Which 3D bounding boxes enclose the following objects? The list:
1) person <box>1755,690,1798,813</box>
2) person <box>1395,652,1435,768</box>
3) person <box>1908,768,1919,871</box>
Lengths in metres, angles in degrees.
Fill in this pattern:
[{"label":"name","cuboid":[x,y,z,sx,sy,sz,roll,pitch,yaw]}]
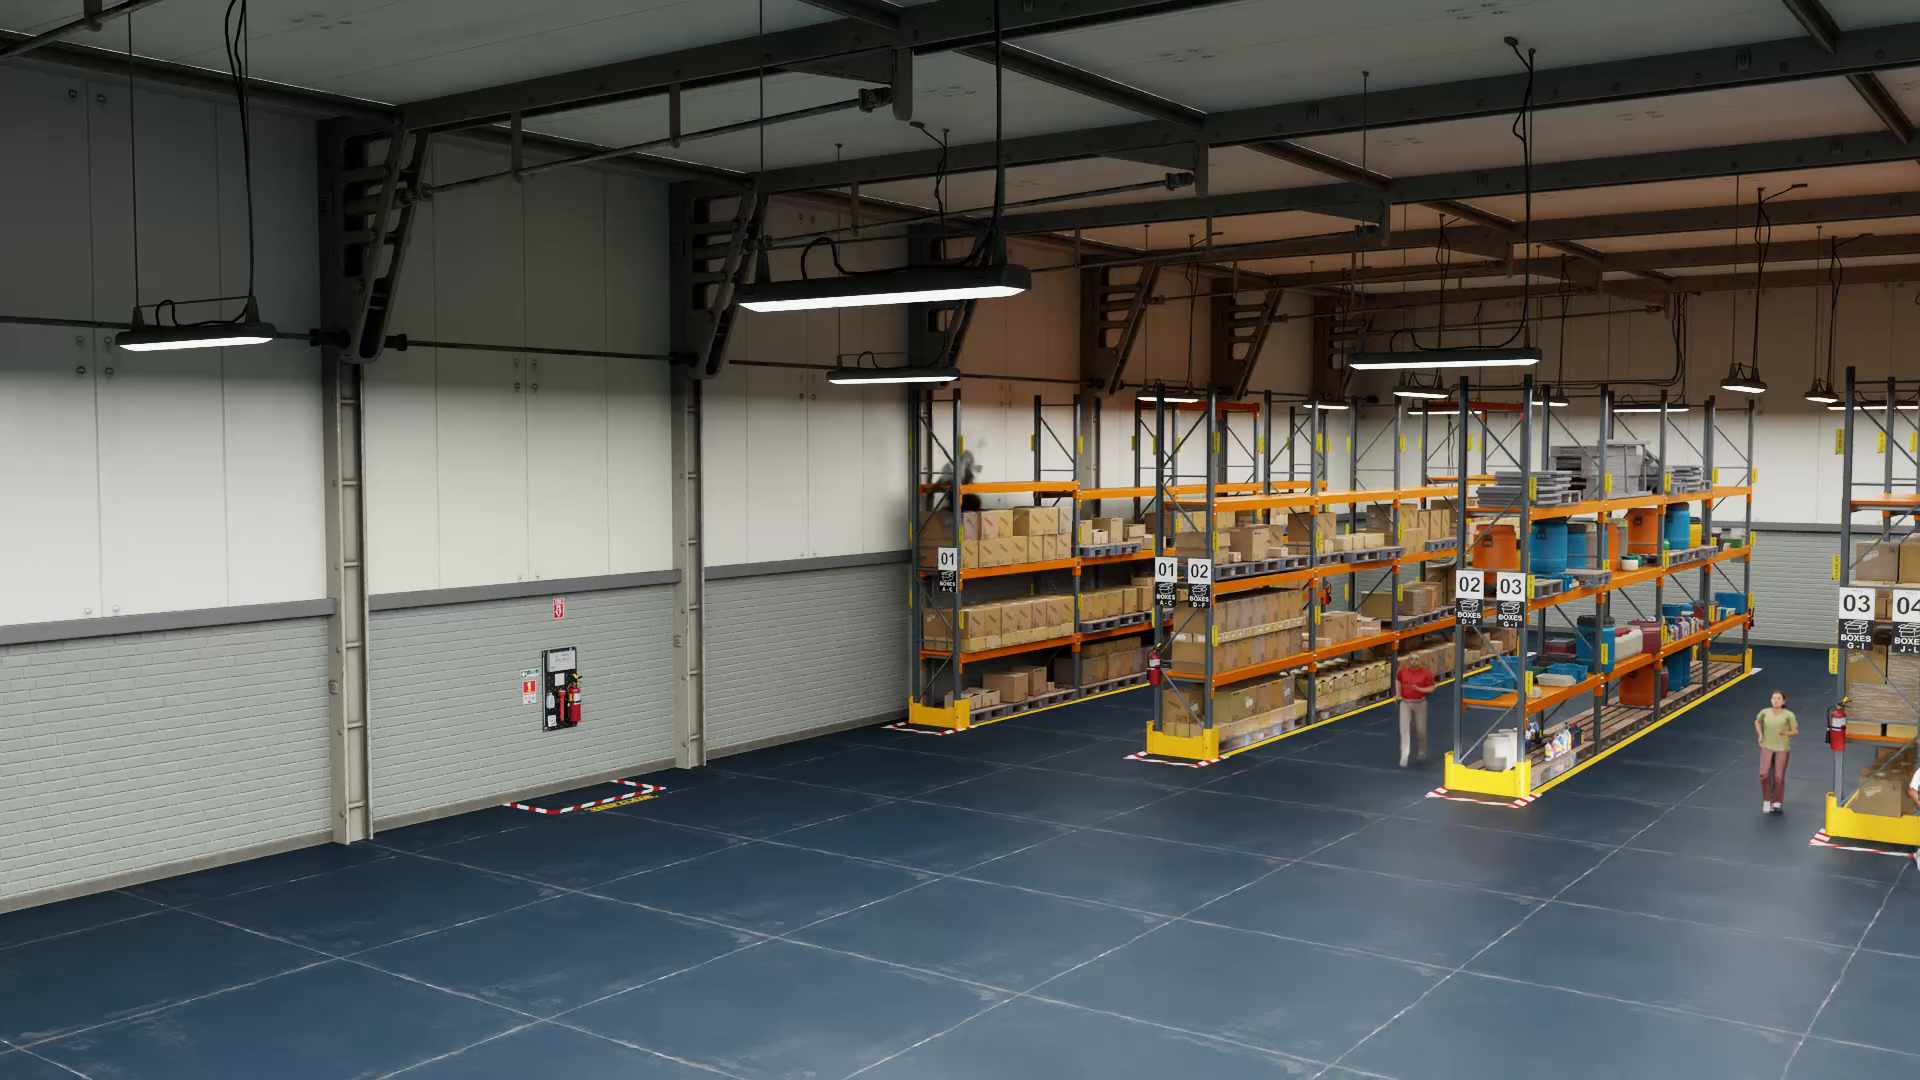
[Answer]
[{"label":"person","cuboid":[11.090,2.882,22.635,0.561,1.681,0.622,2,4,33]},{"label":"person","cuboid":[7.130,2.643,26.099,0.646,1.771,0.888,1,4,24]},{"label":"person","cuboid":[10.906,3.079,18.532,0.698,1.758,0.737,0,3,-7]}]
